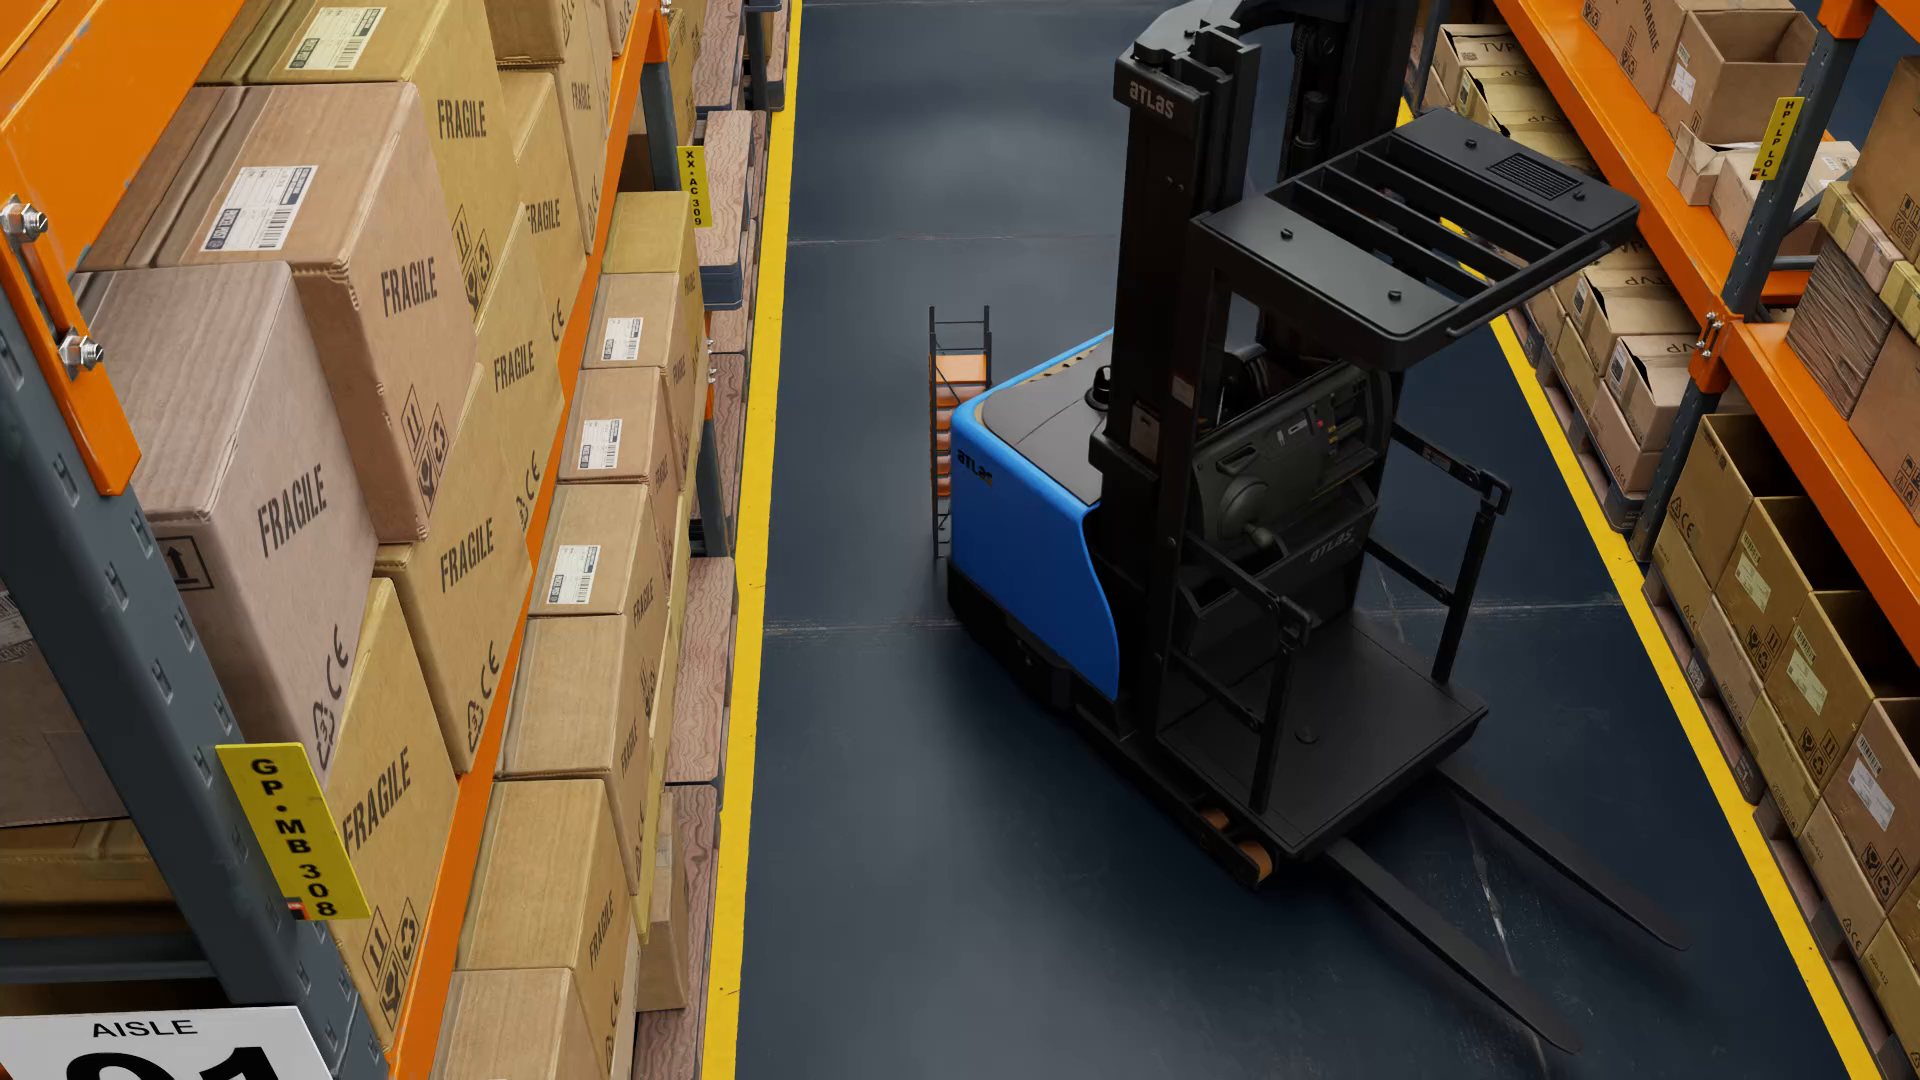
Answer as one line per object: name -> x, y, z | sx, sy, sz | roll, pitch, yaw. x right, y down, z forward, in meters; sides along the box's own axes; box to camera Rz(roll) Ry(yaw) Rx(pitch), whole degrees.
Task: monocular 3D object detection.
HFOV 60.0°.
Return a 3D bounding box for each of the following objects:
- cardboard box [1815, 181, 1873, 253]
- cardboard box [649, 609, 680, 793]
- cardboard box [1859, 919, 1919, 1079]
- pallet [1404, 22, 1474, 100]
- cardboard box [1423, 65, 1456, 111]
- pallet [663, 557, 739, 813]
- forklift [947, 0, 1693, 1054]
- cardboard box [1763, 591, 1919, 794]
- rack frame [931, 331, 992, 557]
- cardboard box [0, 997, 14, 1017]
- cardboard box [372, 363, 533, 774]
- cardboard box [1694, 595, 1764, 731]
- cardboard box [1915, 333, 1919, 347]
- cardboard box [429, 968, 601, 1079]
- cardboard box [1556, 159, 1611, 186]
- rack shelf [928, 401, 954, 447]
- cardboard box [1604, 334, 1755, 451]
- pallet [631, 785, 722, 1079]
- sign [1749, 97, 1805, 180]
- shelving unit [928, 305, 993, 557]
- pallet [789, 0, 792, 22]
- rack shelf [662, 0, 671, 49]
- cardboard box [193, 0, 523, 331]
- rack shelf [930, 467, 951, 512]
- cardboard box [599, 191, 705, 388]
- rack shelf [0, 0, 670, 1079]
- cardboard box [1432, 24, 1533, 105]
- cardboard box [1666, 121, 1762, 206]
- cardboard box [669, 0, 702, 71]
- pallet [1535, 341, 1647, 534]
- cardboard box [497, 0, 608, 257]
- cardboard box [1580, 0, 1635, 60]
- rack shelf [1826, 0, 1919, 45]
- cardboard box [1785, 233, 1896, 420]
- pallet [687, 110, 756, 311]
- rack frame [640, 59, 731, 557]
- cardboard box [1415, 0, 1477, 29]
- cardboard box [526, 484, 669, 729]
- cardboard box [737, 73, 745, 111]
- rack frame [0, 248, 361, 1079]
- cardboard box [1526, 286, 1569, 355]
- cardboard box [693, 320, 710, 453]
cardboard box -> 3.281, -1.145, 5.875 | 0.380, 0.149, 0.250 | -2, 43, -2
cardboard box -> -1.091, 0.463, 4.771 | 0.500, 0.250, 0.500 | -1, 43, -1
cardboard box -> 3.259, 1.475, 5.295 | 0.500, 0.250, 0.500 | -2, 43, -2
pallet -> 3.299, -3.233, 10.771 | 1.003, 0.211, 1.213 | -2, 43, -2
cardboard box -> 3.022, -2.535, 9.670 | 0.500, 0.250, 0.500 | -2, 43, -2
pallet -> -1.422, 0.569, 6.623 | 1.003, 0.211, 1.213 | -2, 43, -2
forklift -> 1.262, -0.219, 5.469 | 1.130, 2.935, 3.031 | -29, 50, -28
cardboard box -> 3.212, 0.524, 5.778 | 0.500, 0.500, 0.500 | -2, 43, -2
rack frame -> 0.005, -0.371, 6.916 | 0.240, 1.200, 0.006 | -2, 43, -2
cardboard box -> -1.587, 0.365, 2.473 | 0.500, 0.500, 0.500 | 1, 43, 1
cardboard box -> -1.068, 0.043, 2.825 | 0.500, 0.500, 0.500 | 1, 43, 1
cardboard box -> 3.196, 0.462, 6.399 | 0.500, 0.250, 0.500 | -2, 43, -2
cardboard box -> 3.317, -0.624, 5.307 | 0.380, 0.149, 0.250 | -2, 43, -2
cardboard box -> -1.036, 1.230, 3.379 | 0.500, 0.500, 0.500 | -2, 43, -2
cardboard box -> 3.094, -1.696, 8.340 | 0.500, 0.311, 0.500 | -2, 43, -2
rack shelf -> 0.001, -0.488, 6.933 | 0.258, 0.103, 0.180 | -2, 43, -2
cardboard box -> 3.159, -0.669, 7.219 | 0.500, 0.311, 0.500 | -2, 43, -2
pallet -> -1.368, 1.395, 5.722 | 1.003, 0.211, 1.213 | -2, 43, -2
sign -> 2.921, -1.431, 5.943 | 0.100, 0.325, 0.005 | -2, 43, -2
shelving unit -> 0.001, -0.433, 6.984 | 0.258, 1.200, 0.189 | -2, 43, -2
pallet -> -1.663, -3.940, 11.542 | 1.003, 0.211, 1.213 | -2, 43, -2
rack shelf -> -1.571, -3.102, 6.876 | 1.077, 0.370, 4.000 | -2, 43, -2
cardboard box -> -1.094, -0.682, 2.875 | 0.500, 0.500, 0.500 | -1, 43, -1
rack shelf -> 0.001, -0.223, 7.176 | 0.258, 0.103, 0.180 | -2, 43, -2
cardboard box -> -1.157, -0.829, 5.626 | 0.500, 0.500, 0.500 | -2, 43, -2
rack shelf -> -1.401, -0.402, 3.930 | 1.077, 0.370, 4.000 | -2, 43, -2
cardboard box -> 3.022, -2.742, 9.481 | 0.500, 0.311, 0.500 | 0, 43, 0
cardboard box -> 3.242, -1.595, 7.019 | 0.396, 0.266, 0.258 | -3, 43, -3
cardboard box -> -1.550, -2.276, 7.263 | 0.700, 0.500, 0.500 | 4, 43, 4
pallet -> 3.393, -0.524, 7.815 | 1.003, 0.211, 1.213 | -2, 43, -2
cardboard box -> -1.148, -1.013, 3.976 | 0.500, 0.500, 0.500 | -3, 43, -3
cardboard box -> 3.381, -2.661, 8.009 | 0.500, 0.500, 0.500 | -4, 43, -4
rack shelf -> 3.548, -0.546, 4.088 | 1.077, 0.370, 4.000 | -2, 43, -2
cardboard box -> 3.488, -0.793, 5.971 | 0.700, 0.500, 0.500 | -3, 43, -3
pallet -> -1.373, -1.361, 6.806 | 1.003, 0.211, 1.213 | -2, 43, -2
rack frame -> -1.486, -0.911, 6.174 | 1.000, 3.000, 0.127 | -2, 43, -2
cardboard box -> 3.019, -3.622, 10.655 | 0.500, 0.500, 0.500 | 0, 43, 0
cardboard box -> -1.097, 0.199, 4.504 | 0.500, 0.500, 0.500 | 0, 43, 0
cardboard box -> -1.573, -2.368, 9.287 | 0.700, 0.500, 0.500 | -1, 43, -1
rack frame -> -1.316, -0.422, 1.201 | 1.000, 3.000, 0.127 | -2, 43, -2
cardboard box -> 3.114, -1.156, 8.165 | 0.500, 0.250, 0.500 | -1, 43, -1
cardboard box -> -1.163, -0.552, 5.878 | 0.500, 0.250, 0.500 | -2, 43, -2
